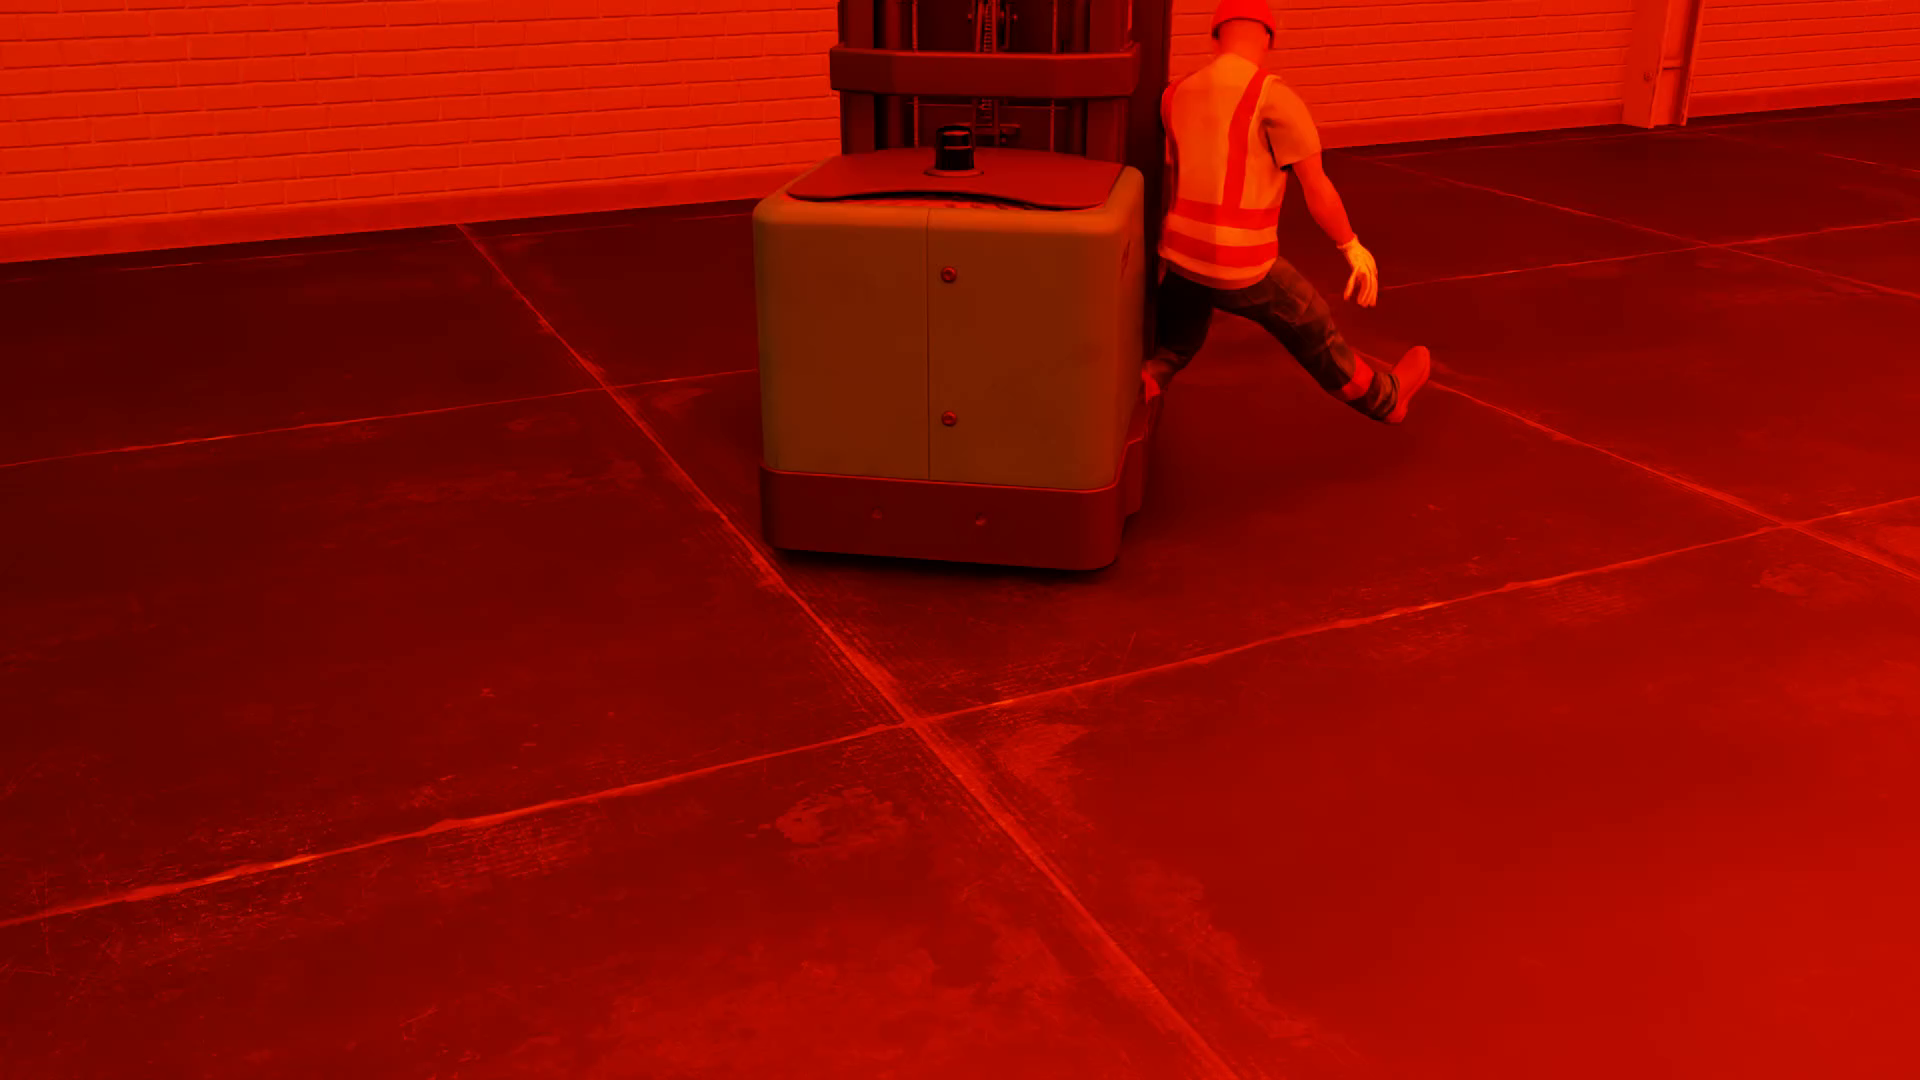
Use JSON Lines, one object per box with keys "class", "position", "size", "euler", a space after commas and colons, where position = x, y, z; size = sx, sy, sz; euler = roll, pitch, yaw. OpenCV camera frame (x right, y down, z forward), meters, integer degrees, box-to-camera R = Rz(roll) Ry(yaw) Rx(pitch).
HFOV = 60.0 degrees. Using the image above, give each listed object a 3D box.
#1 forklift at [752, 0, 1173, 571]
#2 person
{"class": "forklift", "position": [0.187, -1.801, 5.620], "size": [1.130, 2.935, 3.031], "euler": [4, 23, 10]}
{"class": "person", "position": [1.053, -1.003, 5.504], "size": [1.124, 1.550, 0.916], "euler": [-18, 29, -37]}
